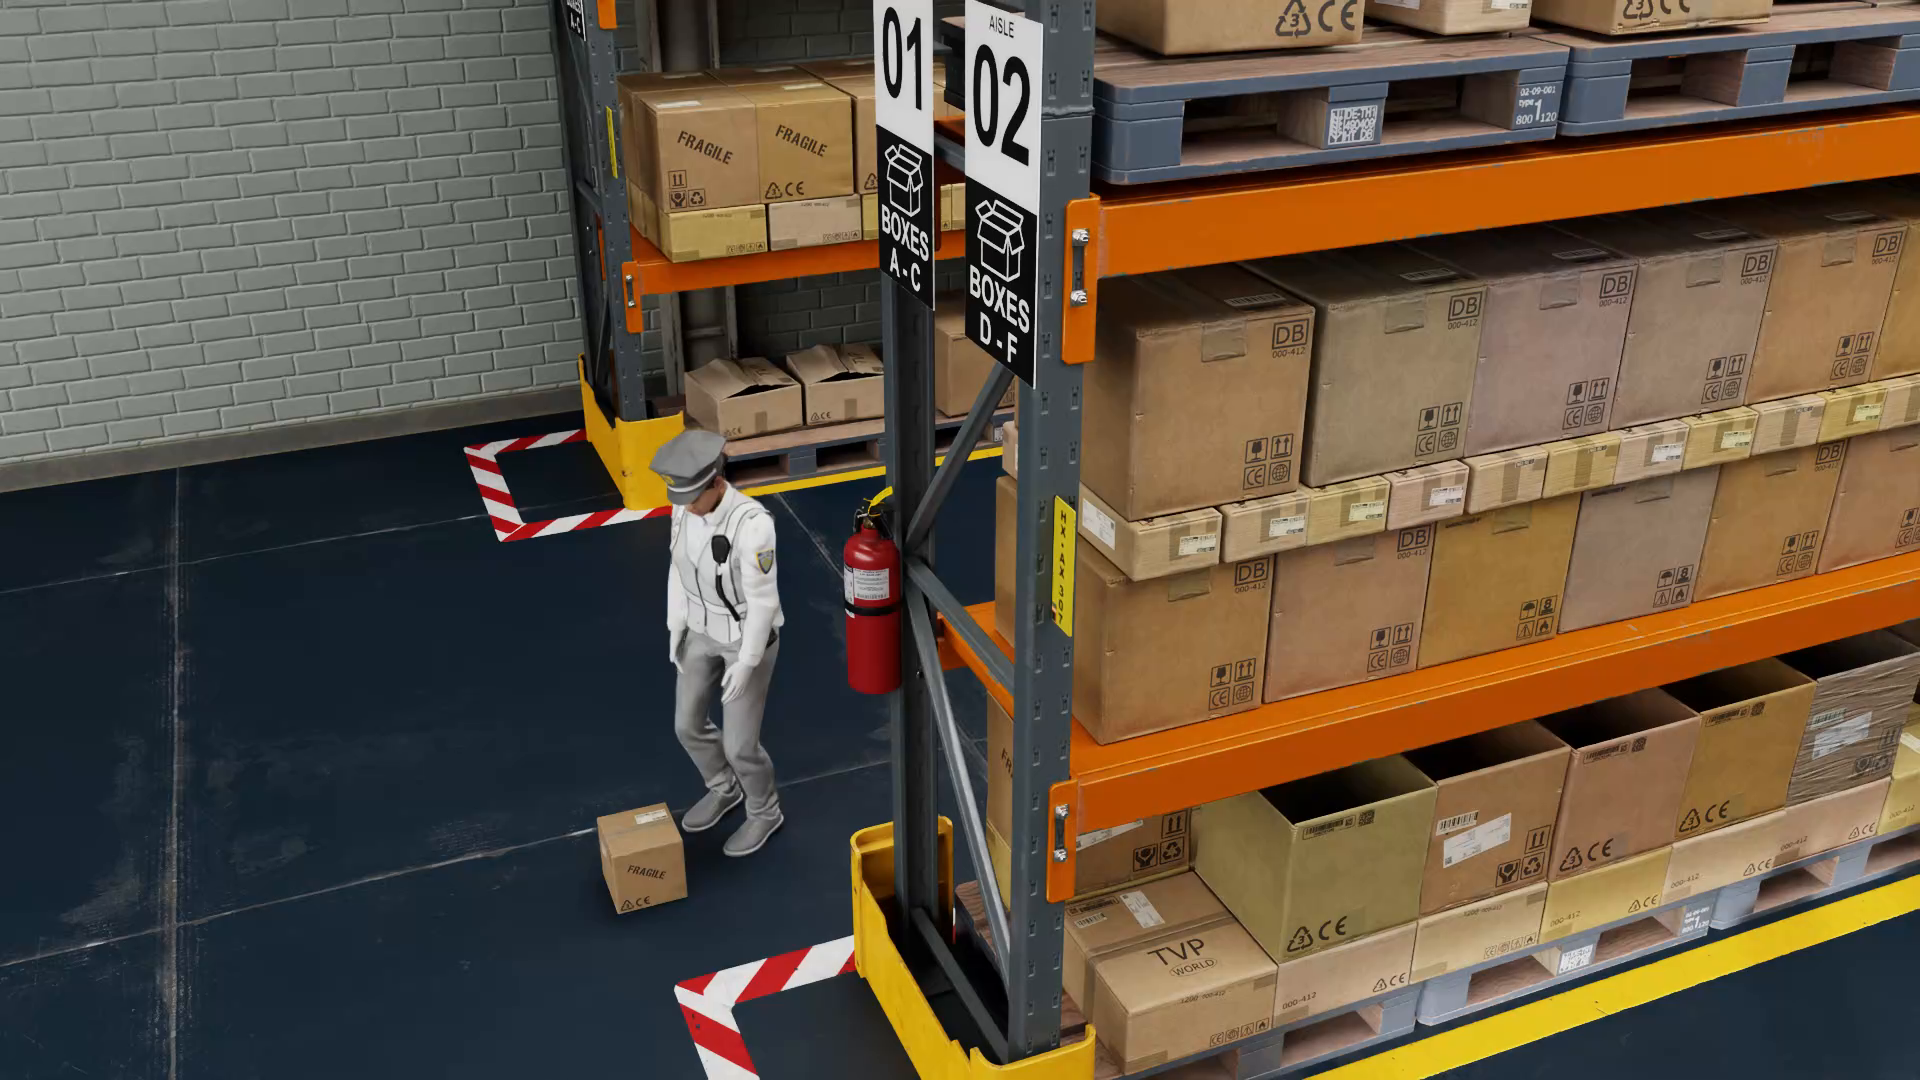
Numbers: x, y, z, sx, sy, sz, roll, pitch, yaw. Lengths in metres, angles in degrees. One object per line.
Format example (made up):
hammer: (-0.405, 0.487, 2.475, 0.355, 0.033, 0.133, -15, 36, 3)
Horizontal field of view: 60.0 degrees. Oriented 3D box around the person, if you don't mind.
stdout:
person: (-0.837, 0.369, 5.916, 0.500, 1.626, 0.446, 20, 32, 35)
